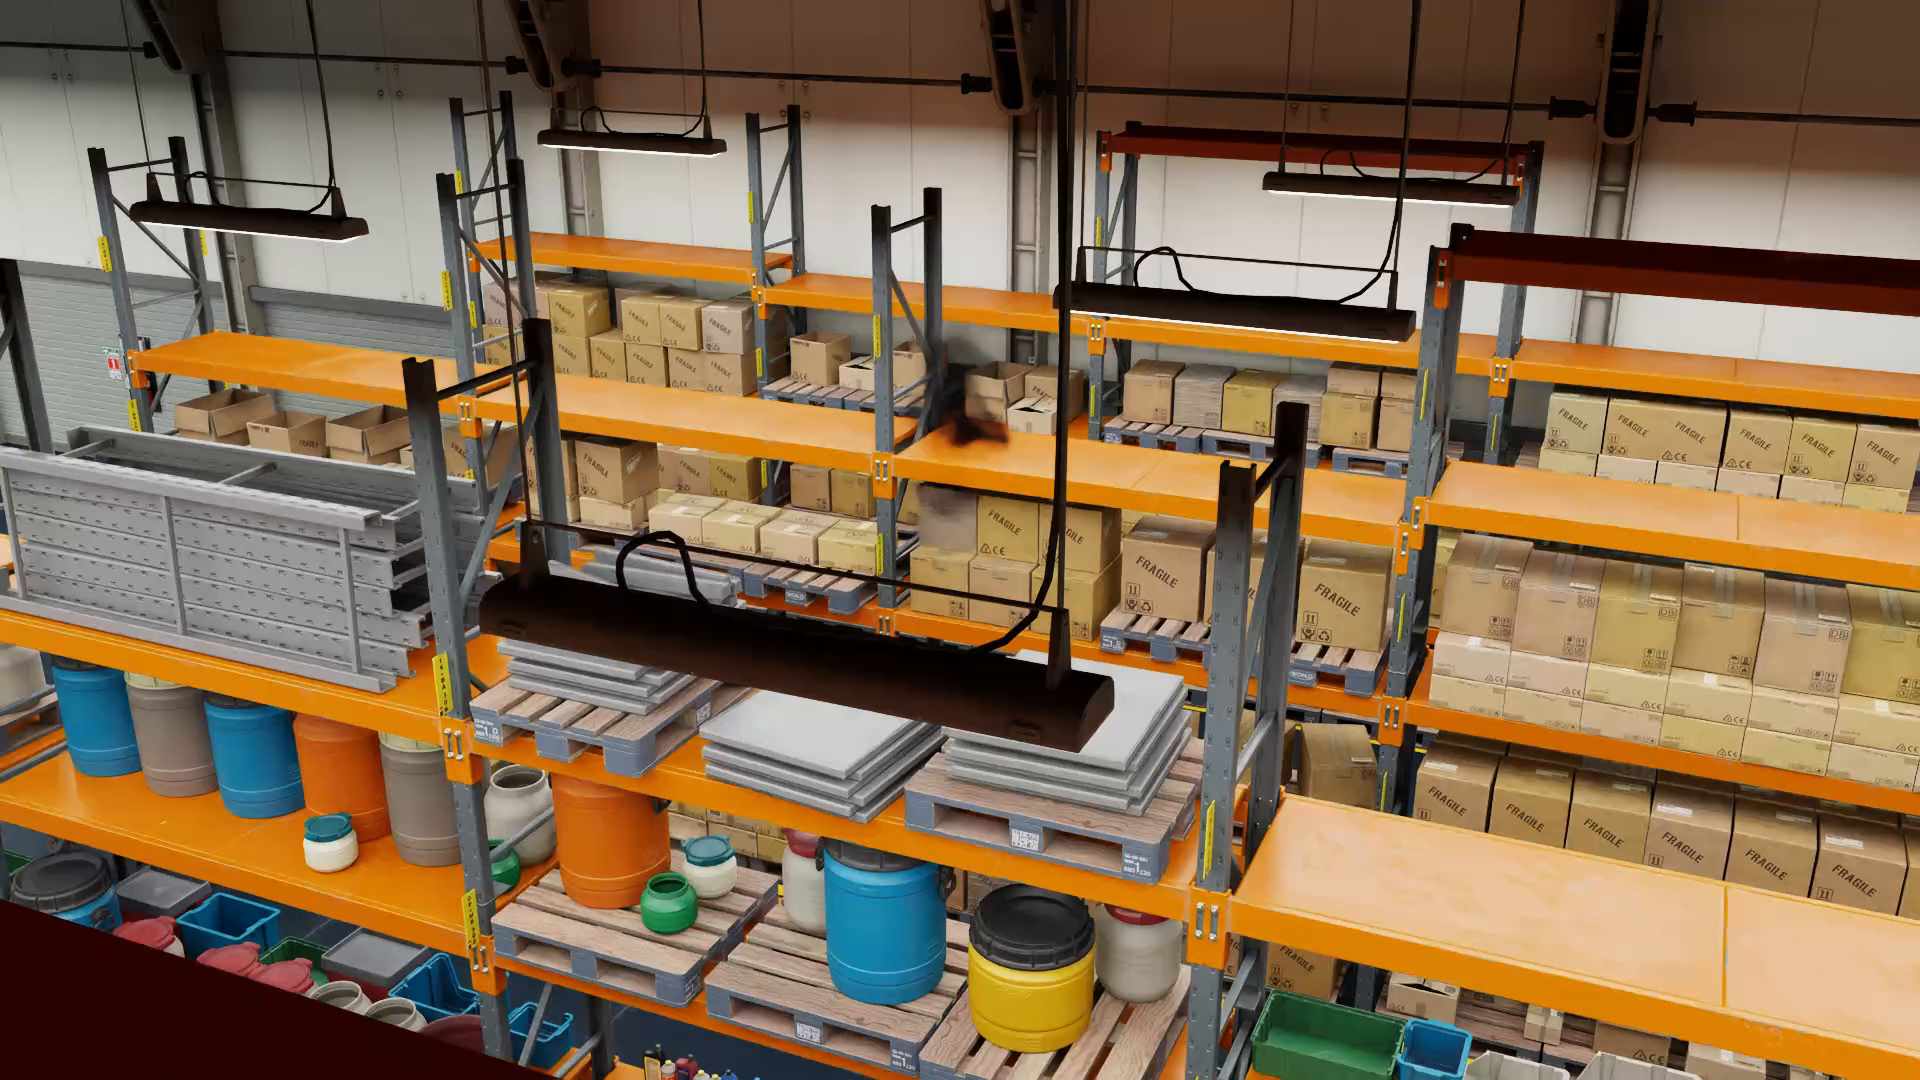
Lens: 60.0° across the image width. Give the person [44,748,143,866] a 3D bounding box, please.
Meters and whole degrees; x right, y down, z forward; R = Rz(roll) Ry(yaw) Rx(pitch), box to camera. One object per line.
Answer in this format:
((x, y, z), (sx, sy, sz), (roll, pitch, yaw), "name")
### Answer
((-7.664, 2.184, 14.377), (1.019, 1.698, 0.664), (5, 21, 12), "person")
